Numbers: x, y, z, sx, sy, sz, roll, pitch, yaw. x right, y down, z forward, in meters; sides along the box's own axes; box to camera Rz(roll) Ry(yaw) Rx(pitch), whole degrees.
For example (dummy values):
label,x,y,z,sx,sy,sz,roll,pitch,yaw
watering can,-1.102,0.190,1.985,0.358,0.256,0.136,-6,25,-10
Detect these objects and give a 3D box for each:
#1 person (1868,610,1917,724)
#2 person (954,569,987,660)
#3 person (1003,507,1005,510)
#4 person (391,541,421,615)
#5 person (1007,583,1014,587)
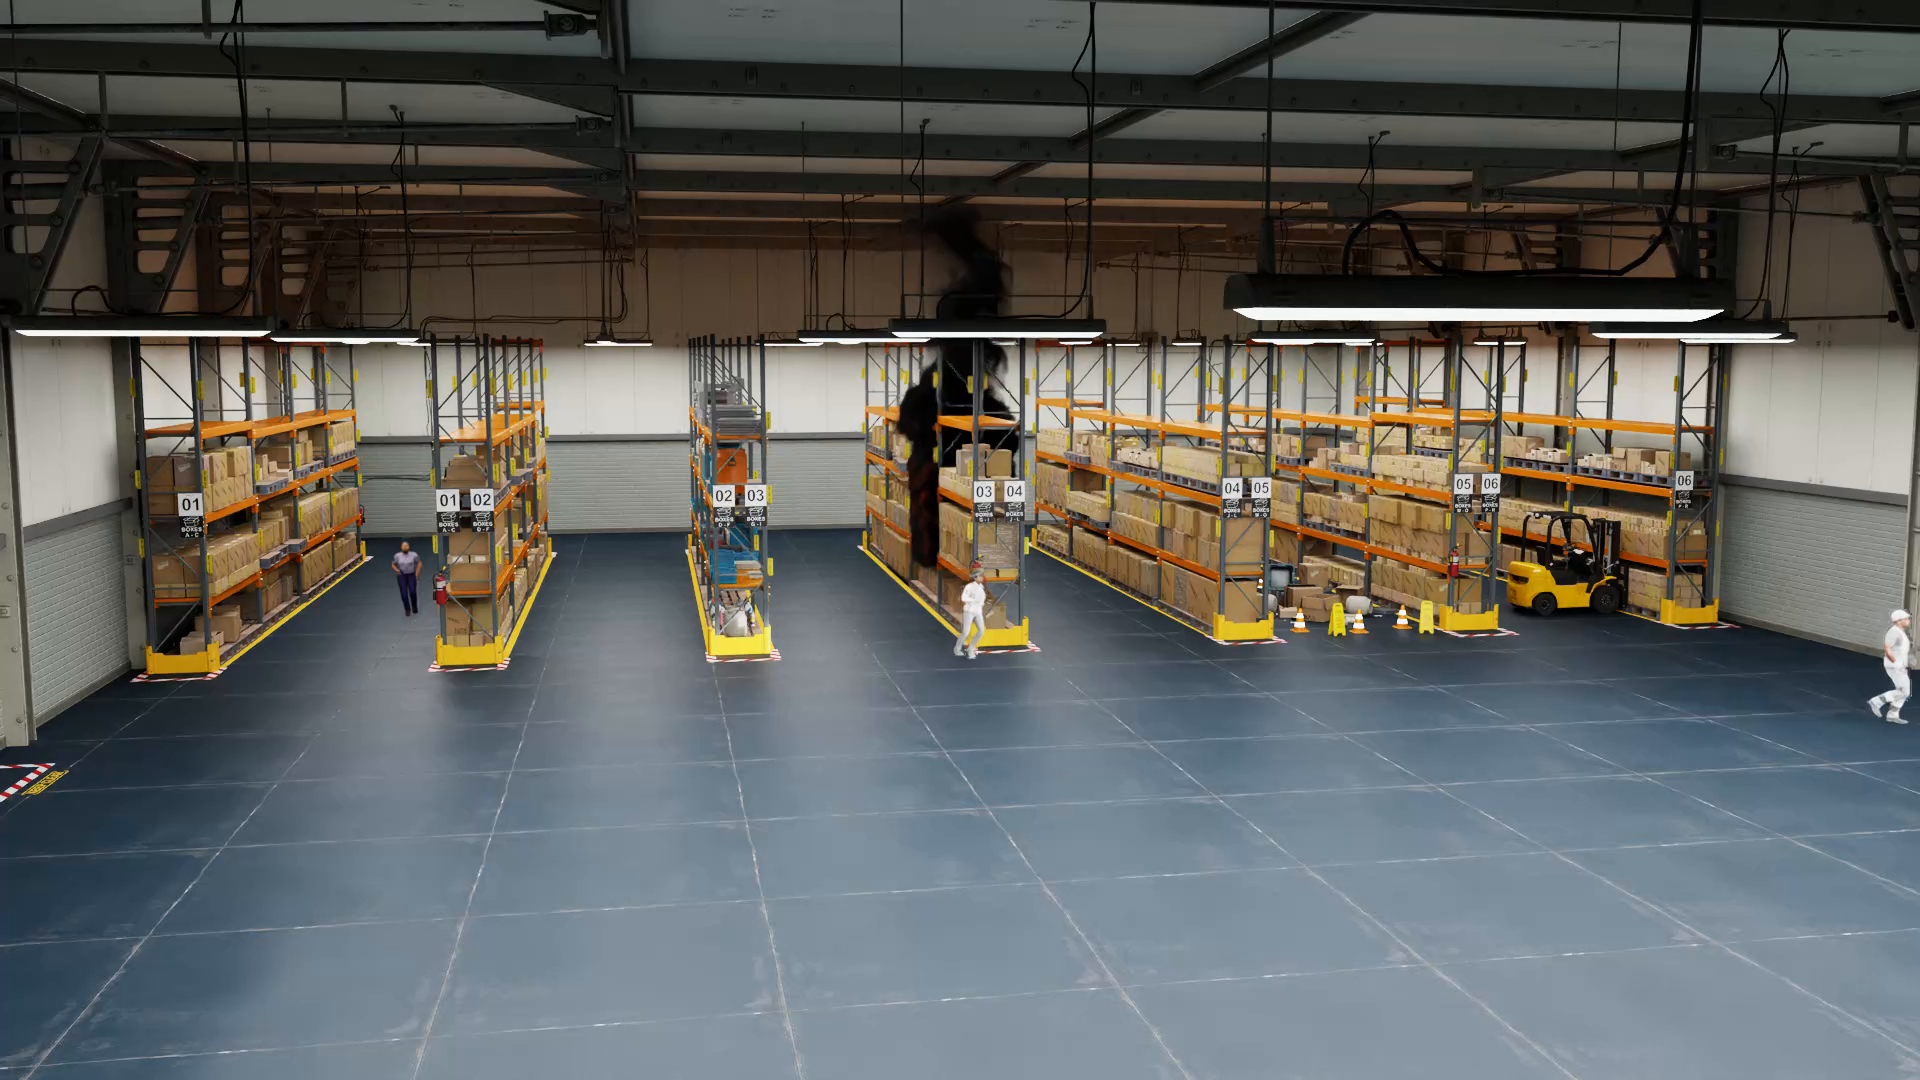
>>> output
label,x,y,z,sx,sy,sz,roll,pitch,yaw
person,14.332,1.938,25.539,0.593,1.755,0.678,5,8,35
person,0.279,1.371,30.922,0.621,1.690,0.658,-5,8,-37
person,1.443,-0.380,45.884,0.576,1.674,0.882,-1,7,-8
person,-11.903,0.830,35.724,0.582,1.609,0.573,-2,7,-14
person,1.156,0.259,40.354,0.622,1.670,0.896,-2,7,-15
